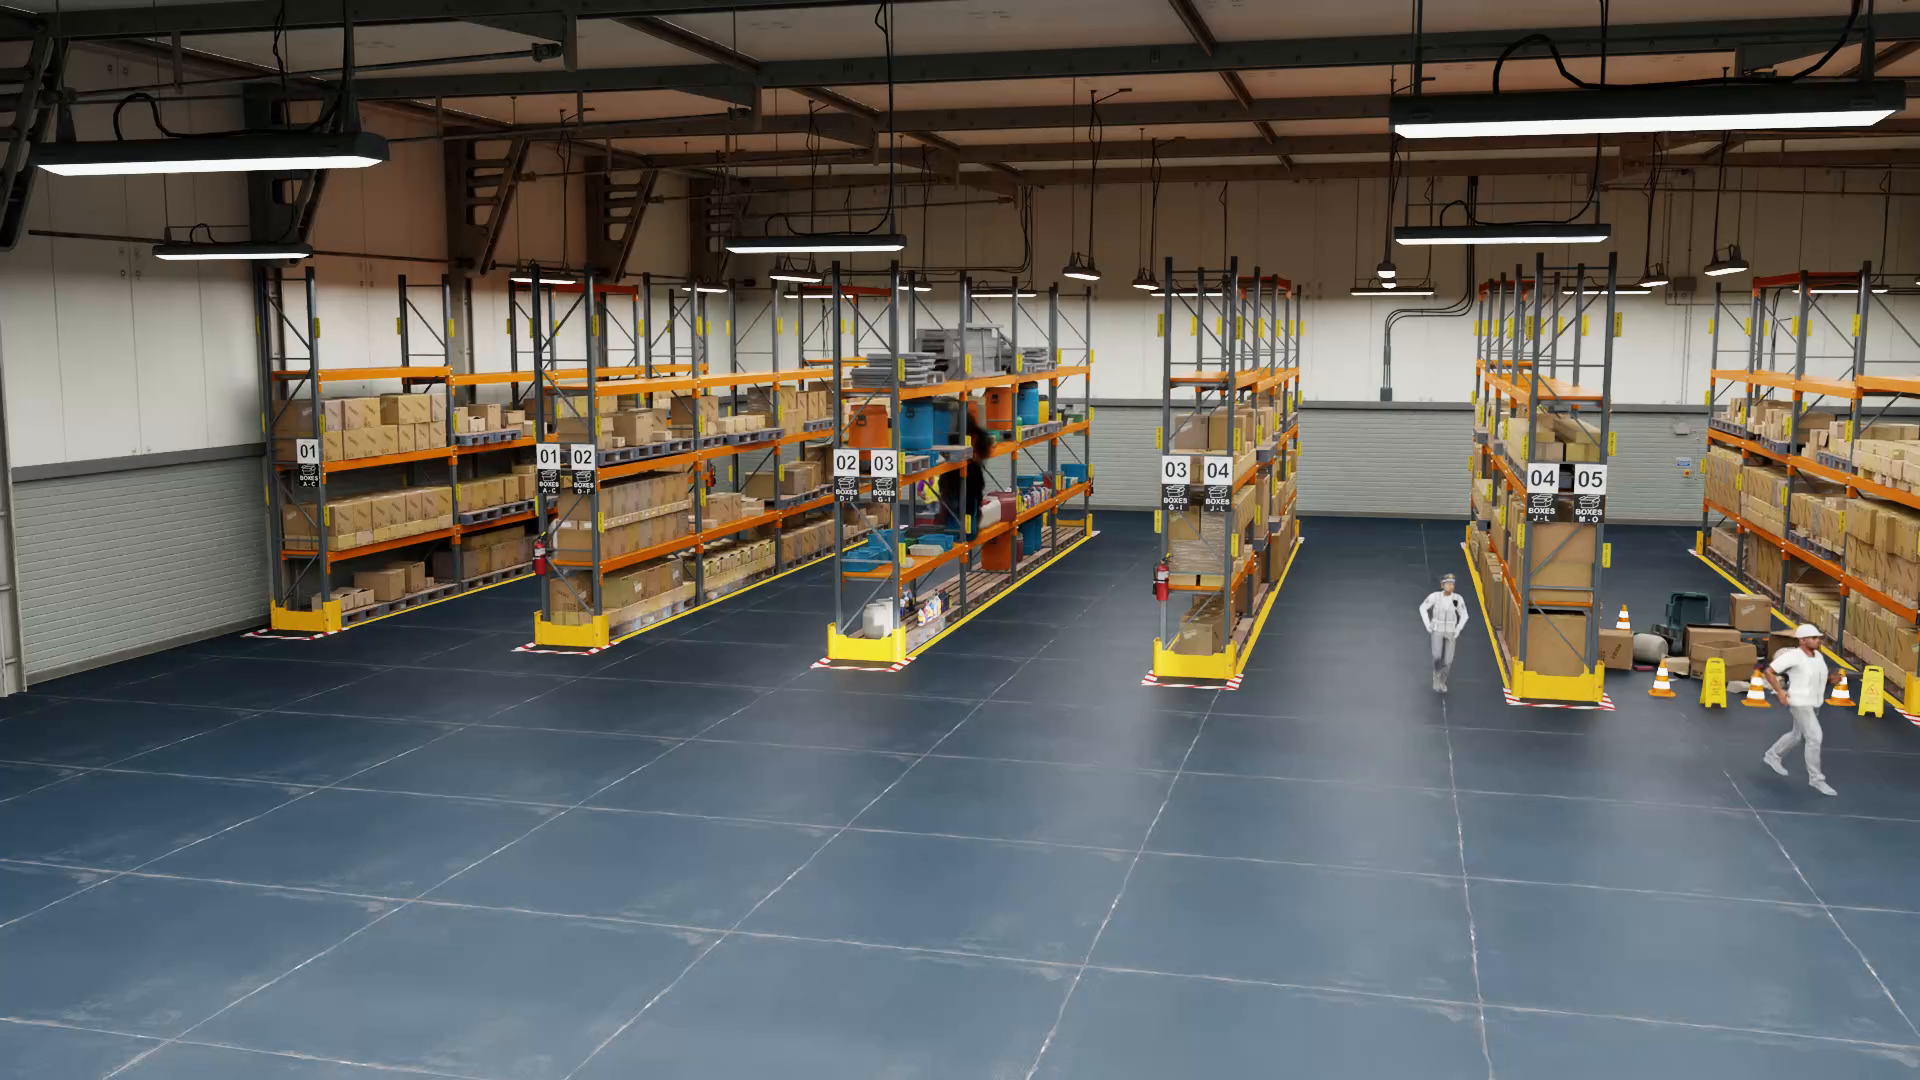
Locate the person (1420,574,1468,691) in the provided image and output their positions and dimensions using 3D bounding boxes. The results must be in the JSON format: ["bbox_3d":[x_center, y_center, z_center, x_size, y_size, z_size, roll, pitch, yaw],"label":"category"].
[{"bbox_3d":[6.667,1.282,22.894,0.637,1.655,0.566,1,7,10],"label":"person"}]

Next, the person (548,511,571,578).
[{"bbox_3d":[-7.288,0.247,30.618,0.676,1.772,0.897,1,7,7],"label":"person"}]

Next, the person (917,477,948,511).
[{"bbox_3d":[-0.665,-0.907,39.930,0.741,1.722,0.798,1,7,4],"label":"person"}]

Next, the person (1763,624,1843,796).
[{"bbox_3d":[9.230,1.809,18.174,0.687,1.788,0.918,-5,9,-34],"label":"person"}]
